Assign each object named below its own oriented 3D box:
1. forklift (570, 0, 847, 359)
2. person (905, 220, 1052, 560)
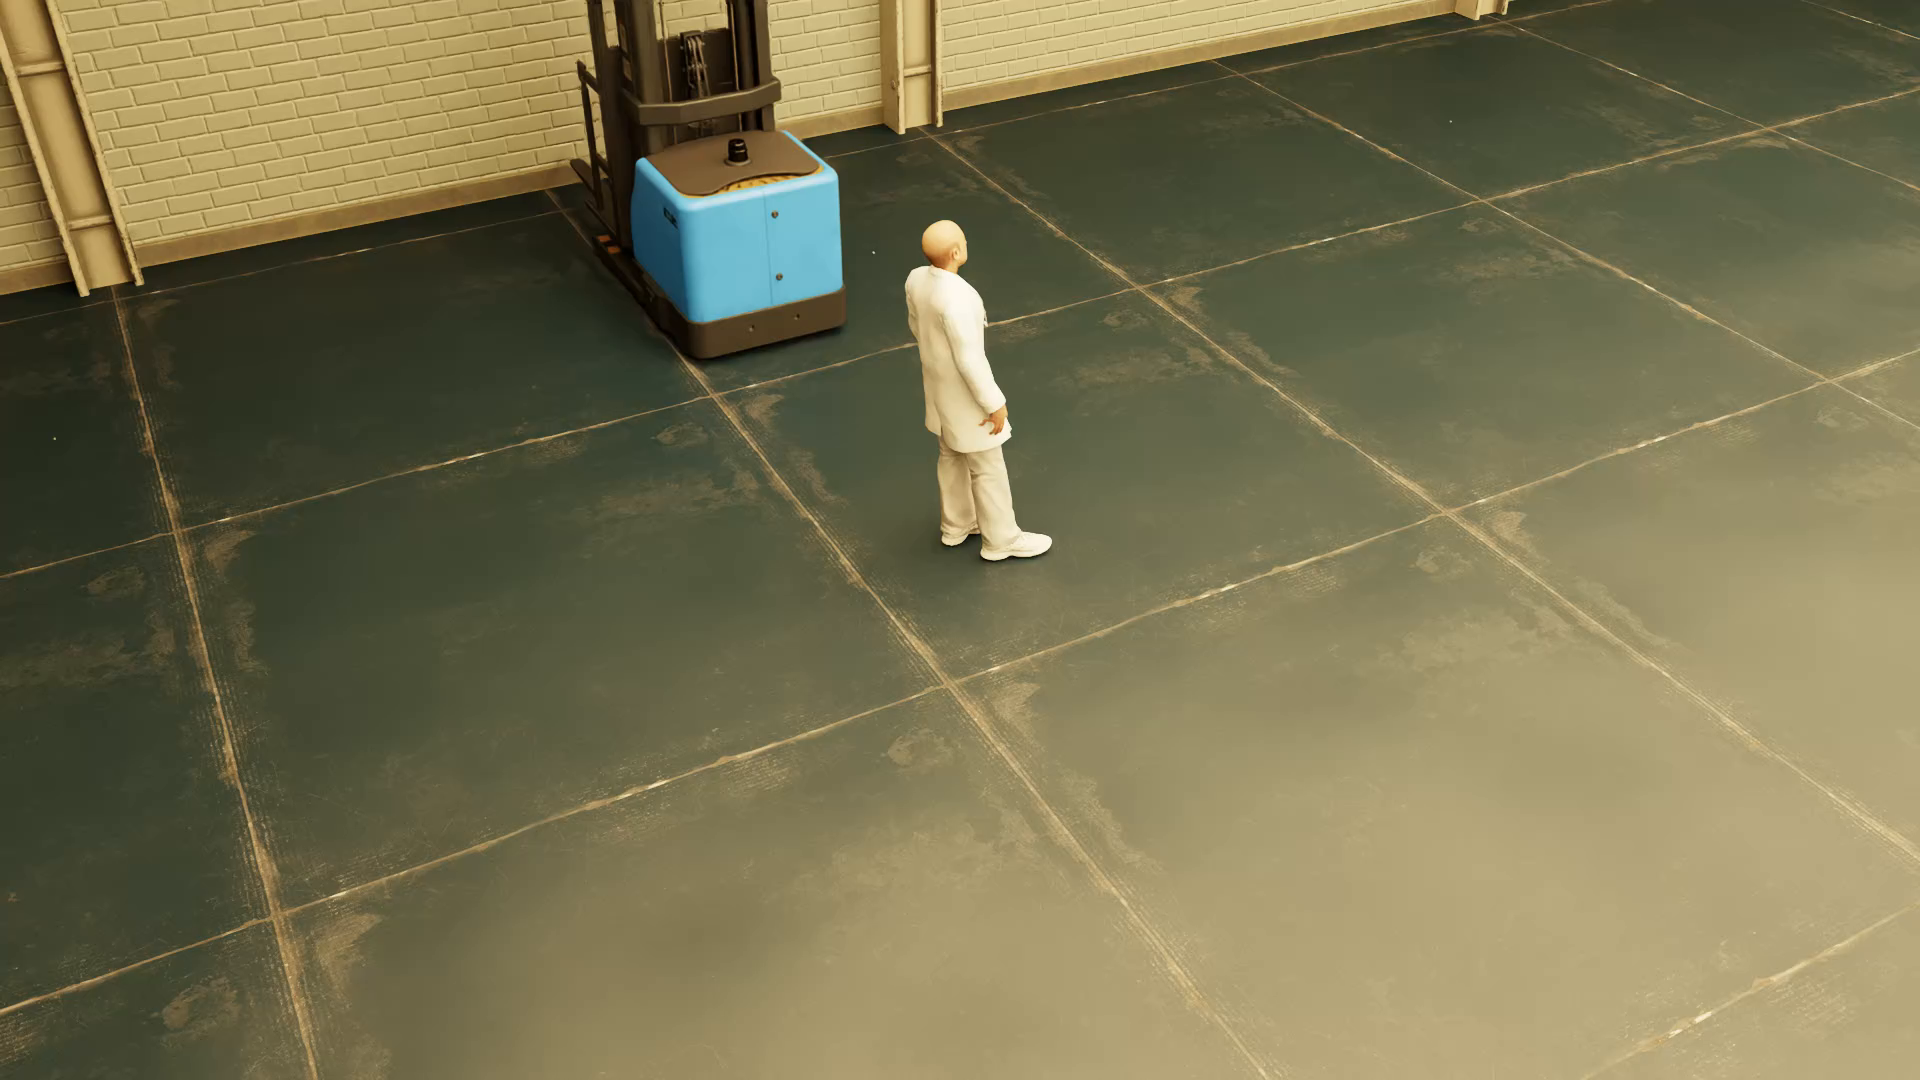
[{"bbox_3d":[-1.856,-3.130,10.551,1.130,2.935,3.031,-17,39,-23],"label":"forklift"},{"bbox_3d":[0.083,-0.672,8.236,0.578,1.576,0.696,-17,39,-23],"label":"person"}]
